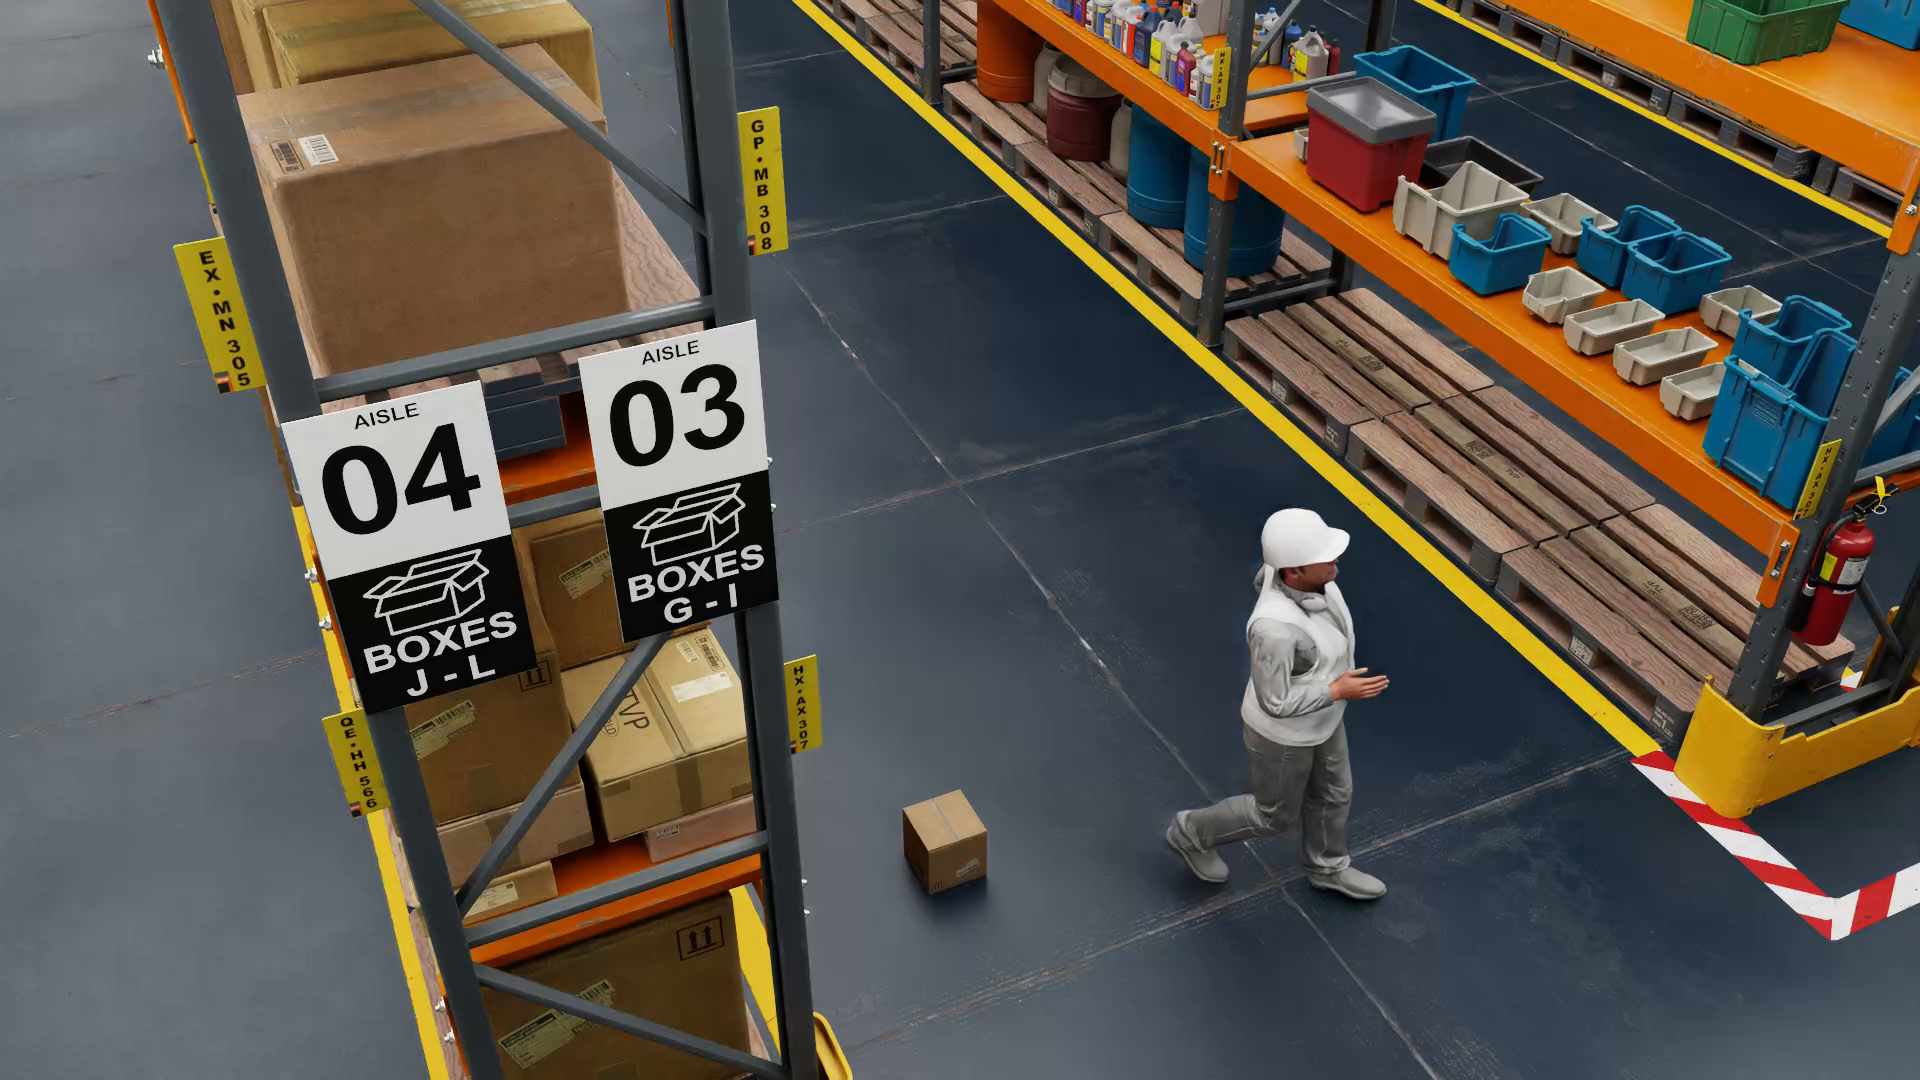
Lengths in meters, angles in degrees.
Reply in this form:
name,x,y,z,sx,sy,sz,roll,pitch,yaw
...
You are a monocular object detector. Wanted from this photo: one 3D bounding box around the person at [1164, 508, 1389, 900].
name,x,y,z,sx,sy,sz,roll,pitch,yaw
person,1.231,0.623,5.996,0.845,1.751,0.666,16,40,20
